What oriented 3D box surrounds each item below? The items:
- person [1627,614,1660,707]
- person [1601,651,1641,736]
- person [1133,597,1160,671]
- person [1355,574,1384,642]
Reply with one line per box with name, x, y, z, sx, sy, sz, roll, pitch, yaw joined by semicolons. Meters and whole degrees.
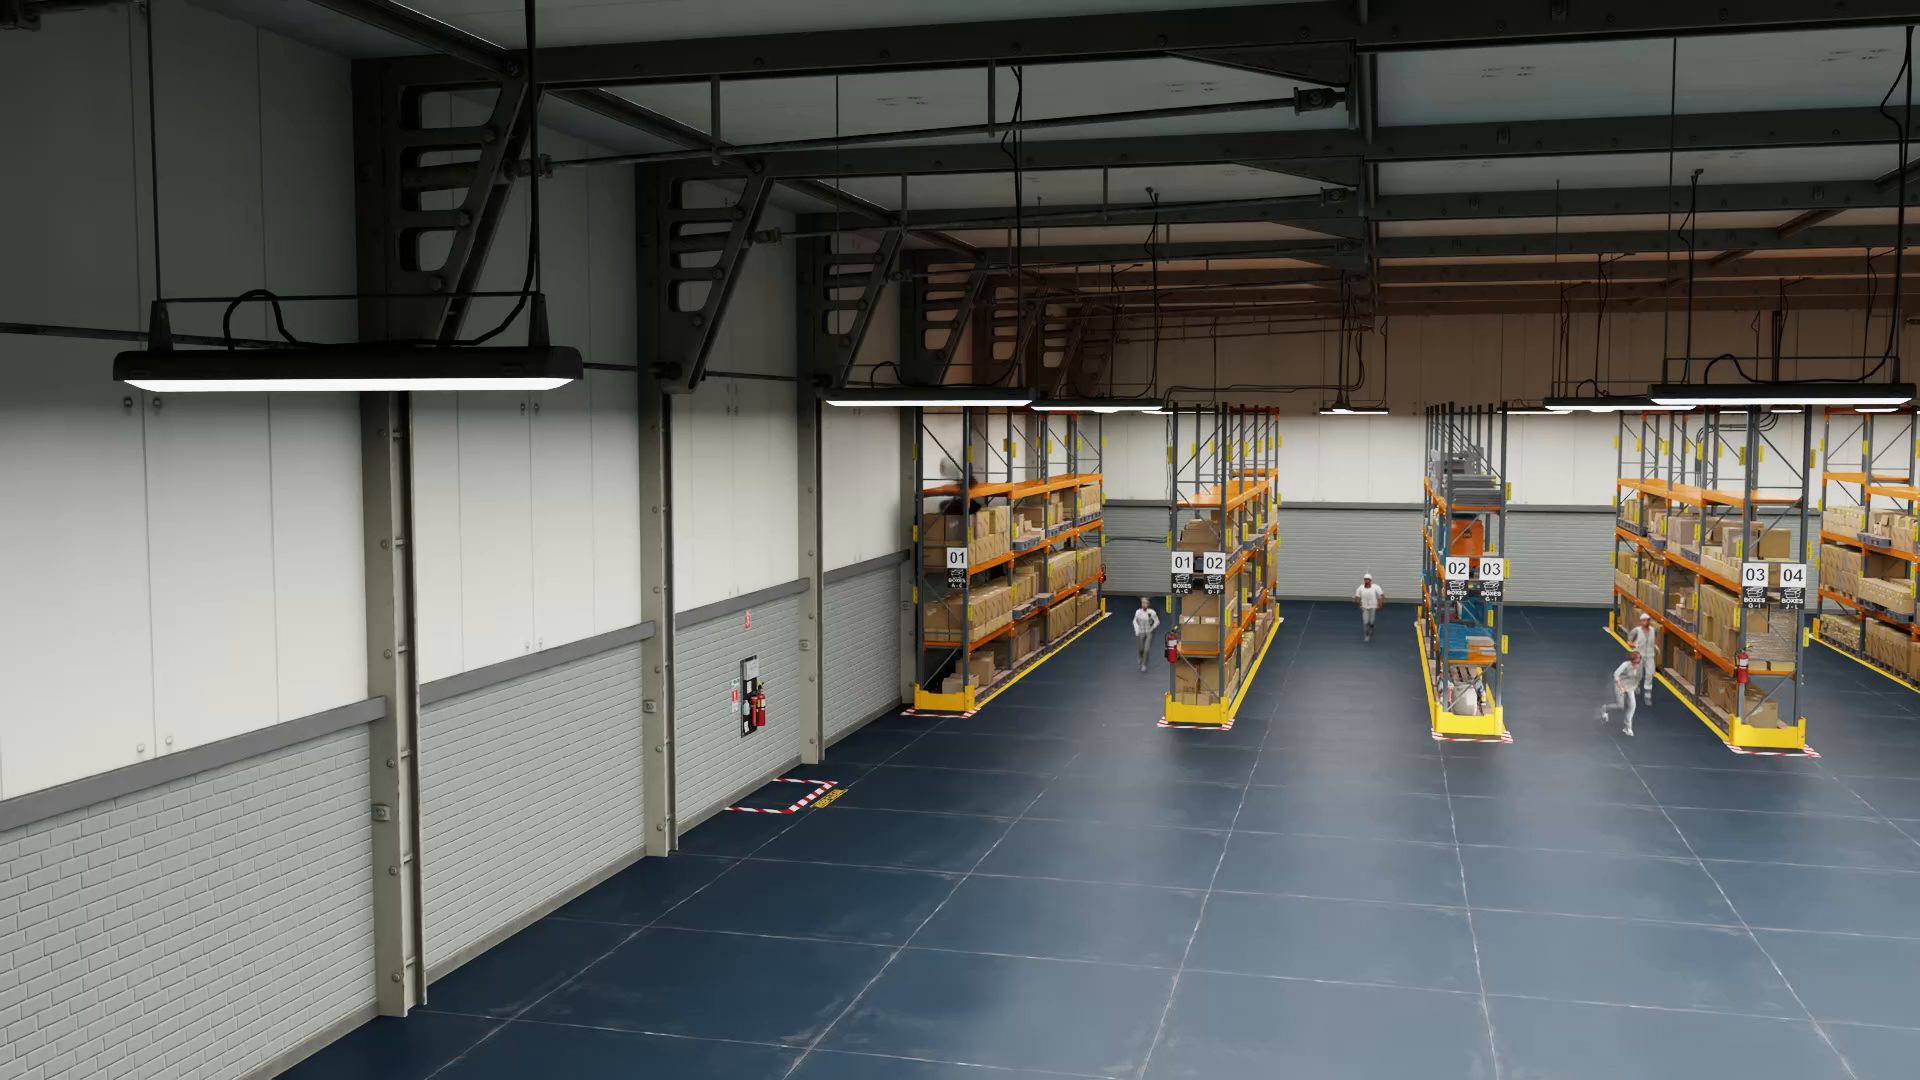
person;13.706;2.366;33.336;0.655;1.811;0.991;1;4;10
person;12.030;2.745;30.261;0.549;1.548;0.866;-2;5;-26
person;4.216;2.119;37.693;0.609;1.671;0.586;1;4;14
person;10.447;1.730;42.483;0.714;1.730;0.661;2;4;20
